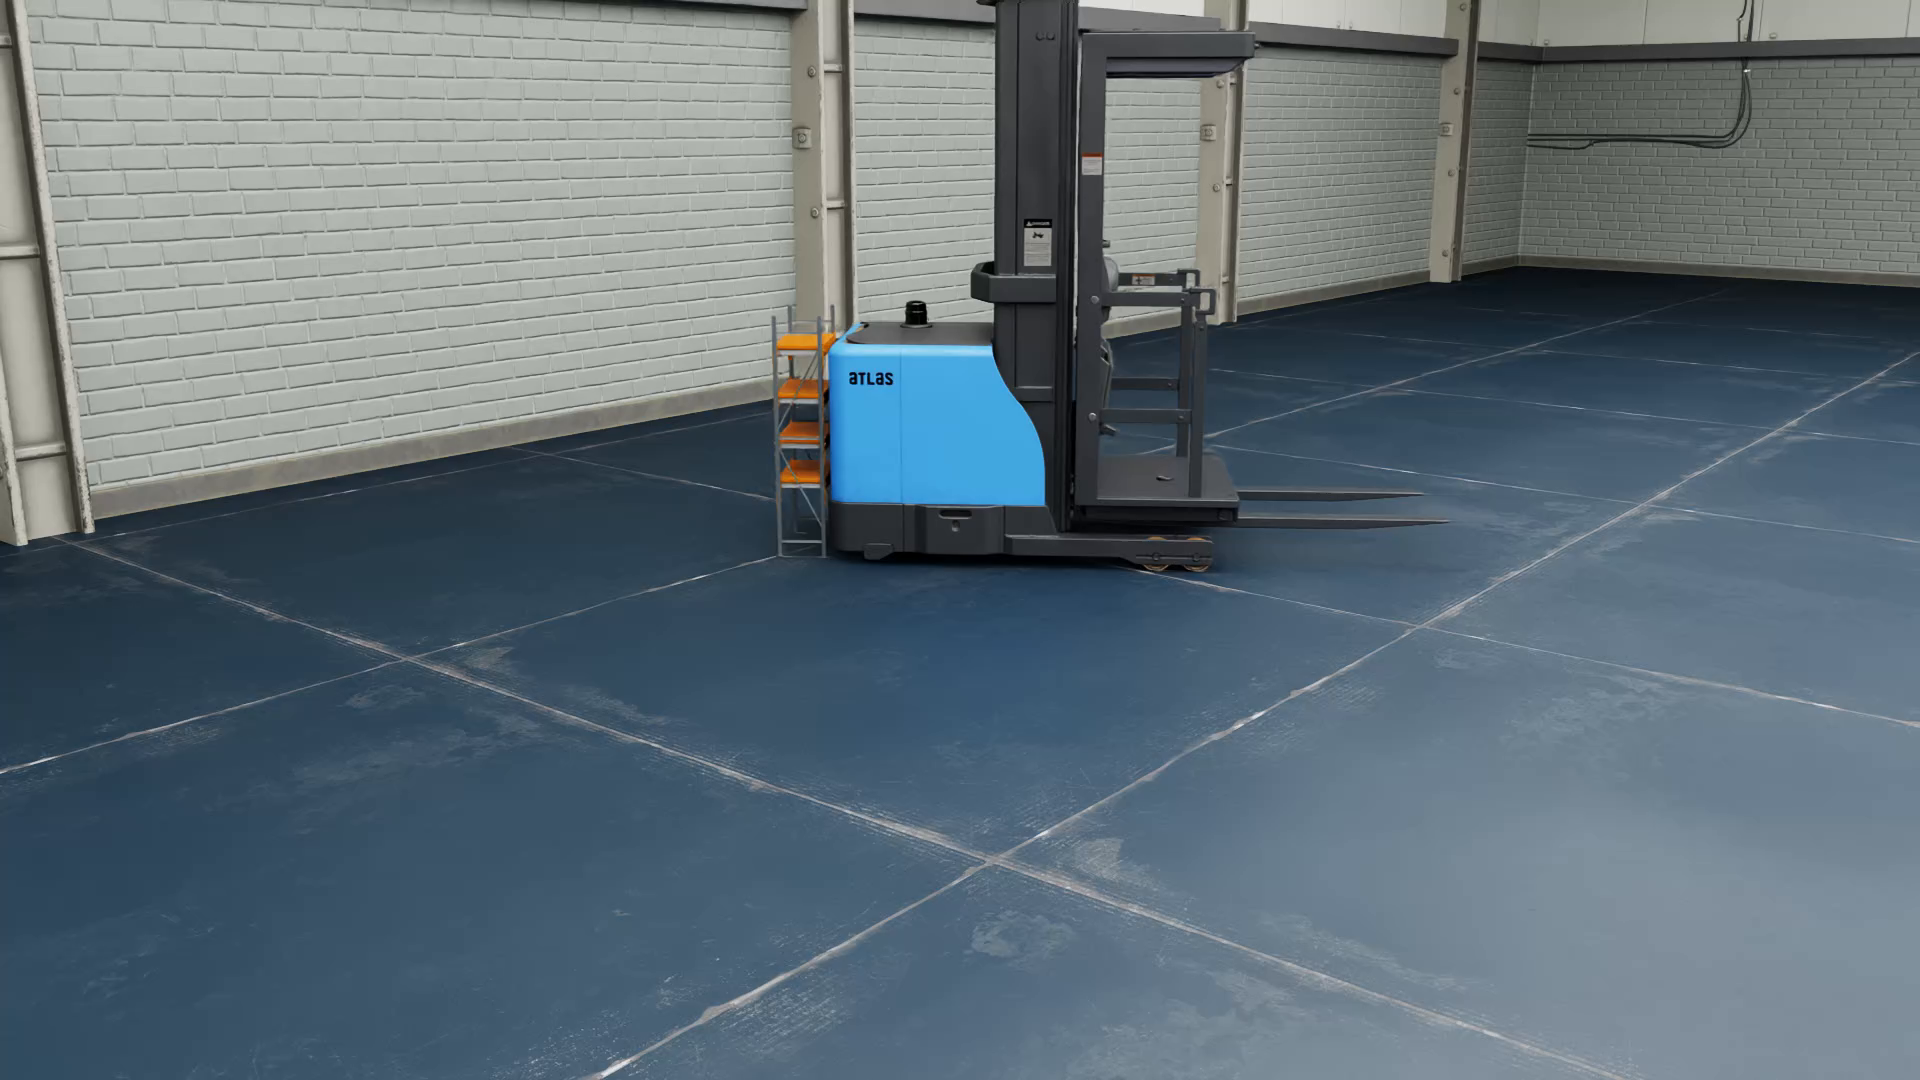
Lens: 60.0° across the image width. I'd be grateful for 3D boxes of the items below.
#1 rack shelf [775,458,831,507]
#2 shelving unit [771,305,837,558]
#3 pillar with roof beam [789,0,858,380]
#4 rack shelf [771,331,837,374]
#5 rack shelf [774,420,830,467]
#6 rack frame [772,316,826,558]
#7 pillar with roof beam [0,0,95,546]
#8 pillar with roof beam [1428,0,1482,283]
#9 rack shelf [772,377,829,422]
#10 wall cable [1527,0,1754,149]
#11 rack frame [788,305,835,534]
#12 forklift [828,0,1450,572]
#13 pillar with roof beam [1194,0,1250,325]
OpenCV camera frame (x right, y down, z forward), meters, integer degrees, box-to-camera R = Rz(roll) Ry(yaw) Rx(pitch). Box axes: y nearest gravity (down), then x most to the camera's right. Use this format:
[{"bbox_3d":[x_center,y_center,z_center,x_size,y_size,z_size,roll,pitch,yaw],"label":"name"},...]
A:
[{"bbox_3d":[-0.771,-0.297,8.434,0.258,0.148,0.480,1,14,3],"label":"rack shelf"},{"bbox_3d":[-0.771,-0.555,8.369,0.258,1.200,0.503,1,14,3],"label":"shelving unit"},{"bbox_3d":[2.303,-4.875,9.535,9.100,9.000,0.400,11,18,38],"label":"pillar with roof beam"},{"bbox_3d":[-0.771,-0.935,8.272,0.258,0.148,0.480,1,14,3],"label":"rack shelf"},{"bbox_3d":[-0.771,-0.489,8.385,0.258,0.148,0.480,1,14,3],"label":"rack shelf"},{"bbox_3d":[-0.785,-0.495,8.133,0.240,1.200,0.015,1,14,3],"label":"rack frame"},{"bbox_3d":[-1.468,-3.726,5.012,9.100,9.000,0.400,11,18,38],"label":"pillar with roof beam"},{"bbox_3d":[9.845,-7.173,18.581,9.100,9.000,0.400,11,18,38],"label":"pillar with roof beam"},{"bbox_3d":[-0.771,-0.706,8.330,0.258,0.148,0.480,1,14,3],"label":"rack shelf"},{"bbox_3d":[9.377,-6.694,23.001,3.097,2.526,0.112,11,18,38],"label":"wall cable"},{"bbox_3d":[-0.757,-0.615,8.605,0.240,1.200,0.015,1,14,3],"label":"rack frame"},{"bbox_3d":[0.894,-1.402,8.189,3.031,2.935,1.130,1,14,4],"label":"forklift"},{"bbox_3d":[6.074,-6.024,14.058,9.100,9.000,0.400,11,18,38],"label":"pillar with roof beam"}]
